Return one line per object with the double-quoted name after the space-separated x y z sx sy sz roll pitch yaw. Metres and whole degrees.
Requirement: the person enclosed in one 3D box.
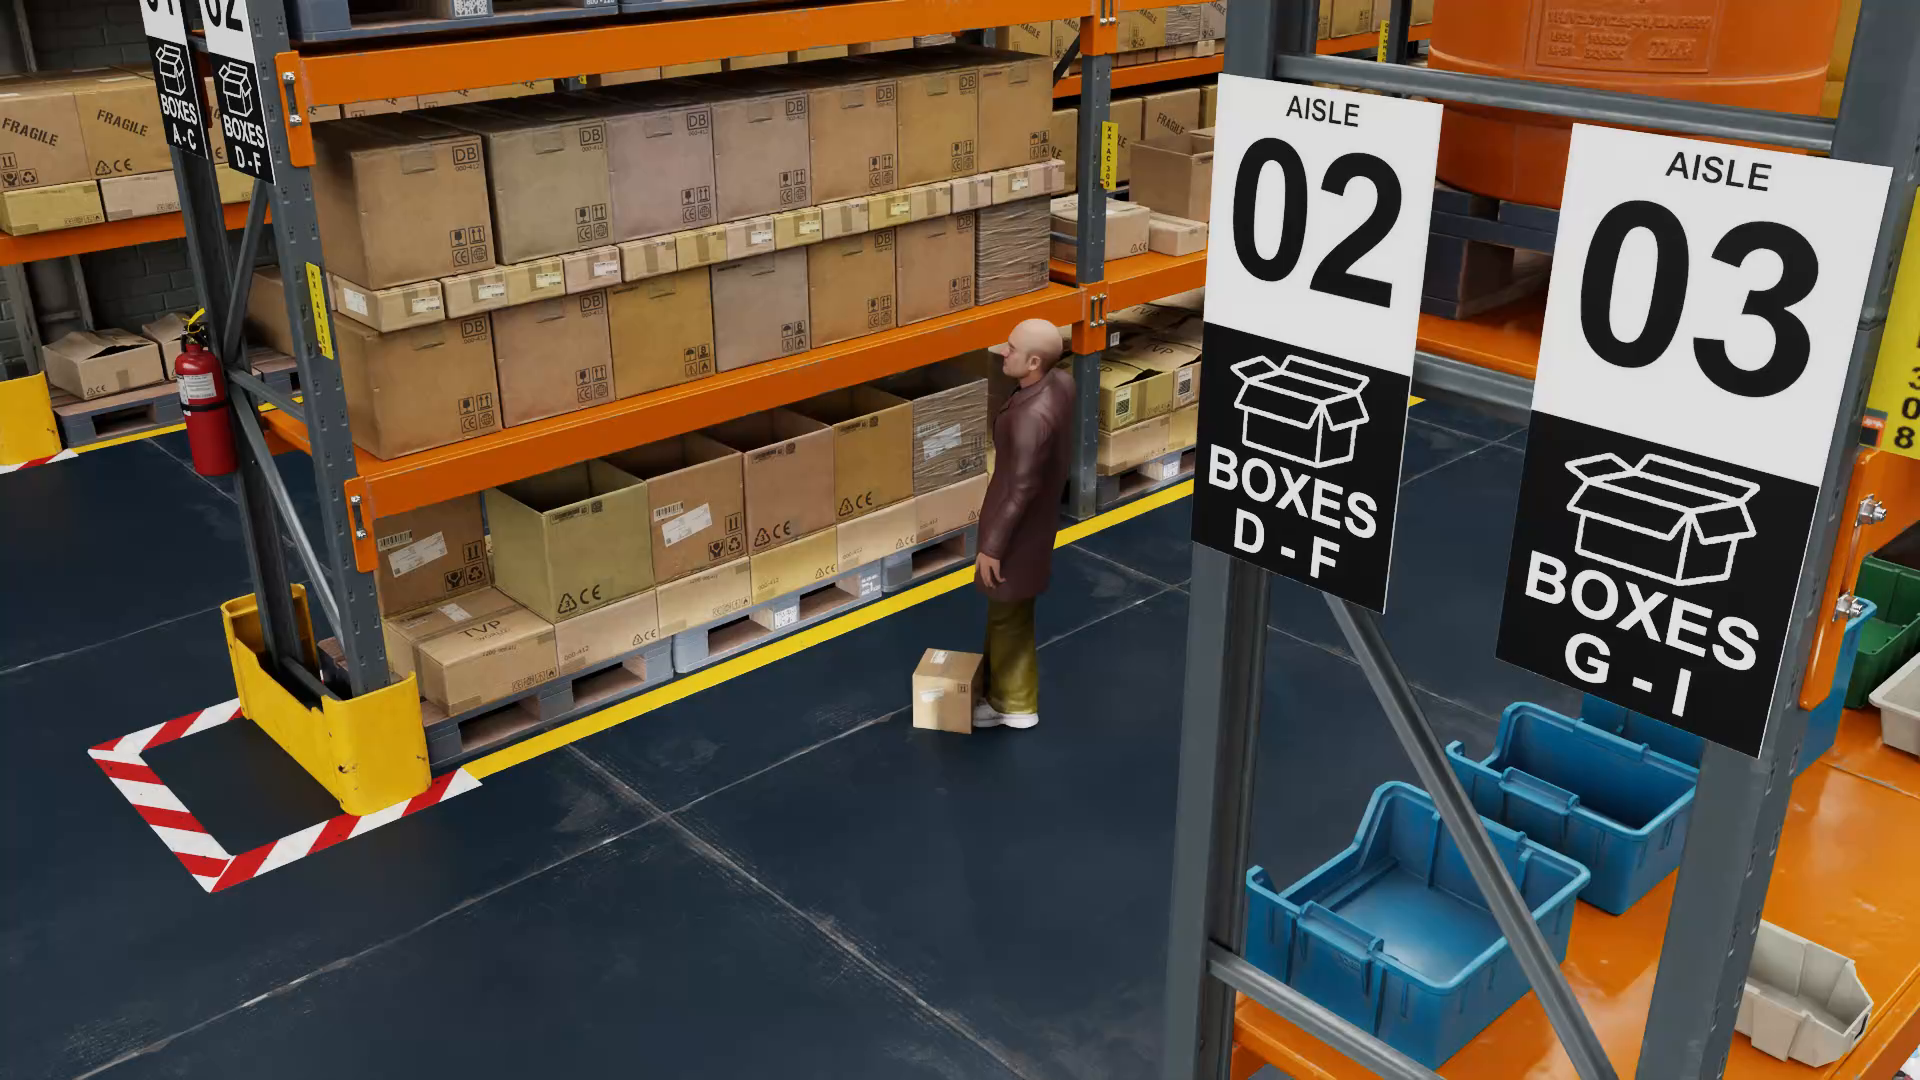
0.143 -0.055 6.721 0.579 1.779 0.698 6 25 14 "person"
